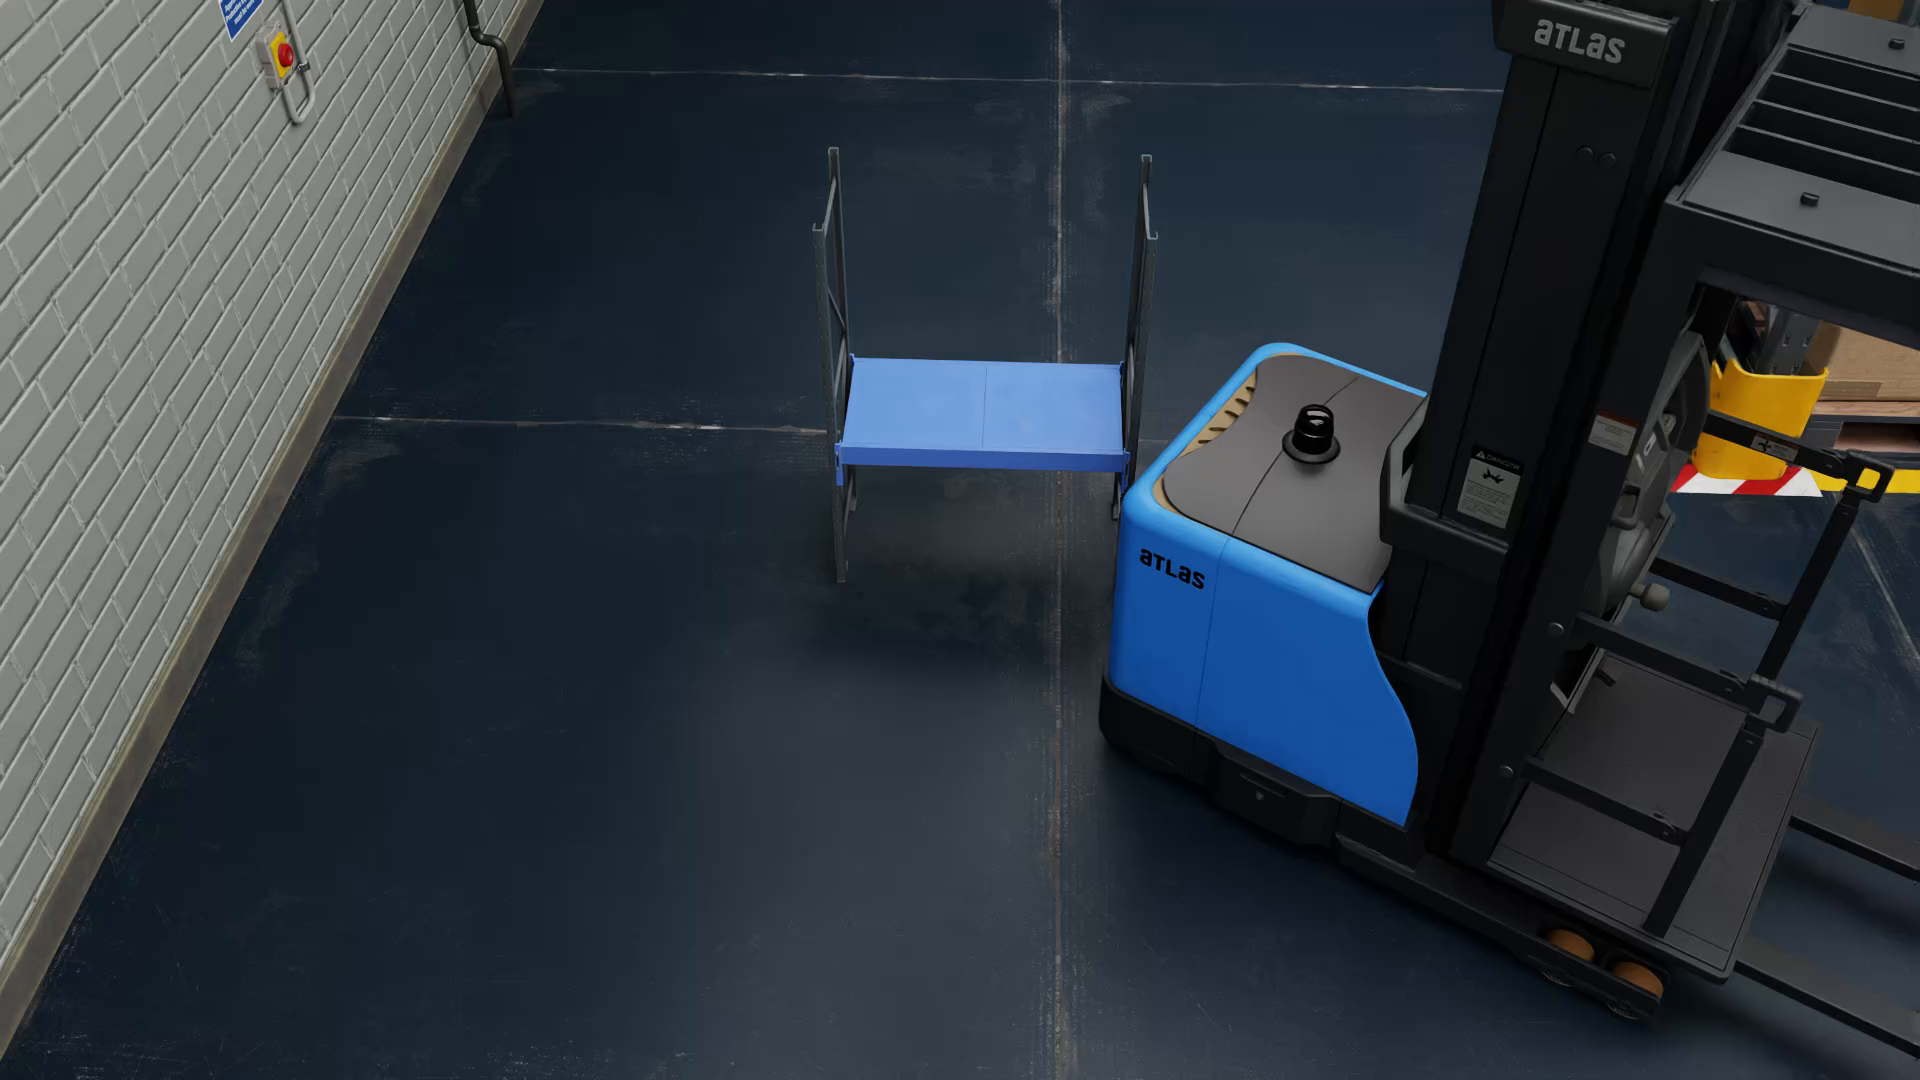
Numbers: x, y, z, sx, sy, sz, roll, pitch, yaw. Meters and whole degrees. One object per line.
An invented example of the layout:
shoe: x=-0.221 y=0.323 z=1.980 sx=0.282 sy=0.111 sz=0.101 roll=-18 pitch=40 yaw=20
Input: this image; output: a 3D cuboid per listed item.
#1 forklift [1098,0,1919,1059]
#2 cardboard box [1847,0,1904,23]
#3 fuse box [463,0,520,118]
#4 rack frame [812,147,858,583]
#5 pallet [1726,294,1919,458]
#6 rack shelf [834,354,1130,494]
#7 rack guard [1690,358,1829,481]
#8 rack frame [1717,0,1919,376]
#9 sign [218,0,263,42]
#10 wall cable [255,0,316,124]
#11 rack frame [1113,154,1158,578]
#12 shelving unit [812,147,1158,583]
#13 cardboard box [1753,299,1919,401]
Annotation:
forklift: x=1.965 y=-0.117 z=4.225 sx=3.031 sy=2.935 sz=1.130 roll=25 pitch=48 yaw=24
cardboard box: x=3.610 y=-1.934 z=6.052 sx=0.500 sy=0.500 sz=0.500 roll=2 pitch=43 yaw=2
fuse box: x=-2.277 y=-2.843 z=8.047 sx=0.414 sy=1.711 sz=0.539 roll=2 pitch=43 yaw=2
rack frame: x=-0.423 y=-0.562 z=5.753 sx=0.032 sy=1.500 sz=0.500 roll=2 pitch=43 yaw=2
pallet: x=3.919 y=-0.740 z=6.889 sx=1.213 sy=0.211 sz=1.003 roll=2 pitch=43 yaw=2
rack shelf: x=0.085 y=-0.415 z=5.859 sx=1.000 sy=0.185 sz=0.538 roll=2 pitch=43 yaw=2
rack guard: x=3.093 y=-0.818 z=6.761 sx=0.348 sy=0.500 sz=1.175 roll=2 pitch=43 yaw=2
rack frame: x=3.117 y=-1.732 z=5.908 sx=0.127 sy=3.000 sz=1.000 roll=2 pitch=43 yaw=2
sign: x=-2.581 y=-1.957 z=5.951 sx=0.001 sy=0.218 sz=0.327 roll=2 pitch=43 yaw=2
wall cable: x=-2.517 y=-2.272 z=5.720 sx=0.123 sy=1.953 sz=0.585 roll=2 pitch=43 yaw=2
rack frame: x=0.593 y=-0.531 z=5.719 sx=0.032 sy=1.500 sz=0.500 roll=2 pitch=43 yaw=2
shelving unit: x=0.085 y=-0.546 z=5.736 sx=1.048 sy=1.500 sz=0.538 roll=2 pitch=43 yaw=2
cardboard box: x=3.780 y=-0.996 z=6.690 sx=0.875 sy=0.438 sz=0.875 roll=0 pitch=43 yaw=0
